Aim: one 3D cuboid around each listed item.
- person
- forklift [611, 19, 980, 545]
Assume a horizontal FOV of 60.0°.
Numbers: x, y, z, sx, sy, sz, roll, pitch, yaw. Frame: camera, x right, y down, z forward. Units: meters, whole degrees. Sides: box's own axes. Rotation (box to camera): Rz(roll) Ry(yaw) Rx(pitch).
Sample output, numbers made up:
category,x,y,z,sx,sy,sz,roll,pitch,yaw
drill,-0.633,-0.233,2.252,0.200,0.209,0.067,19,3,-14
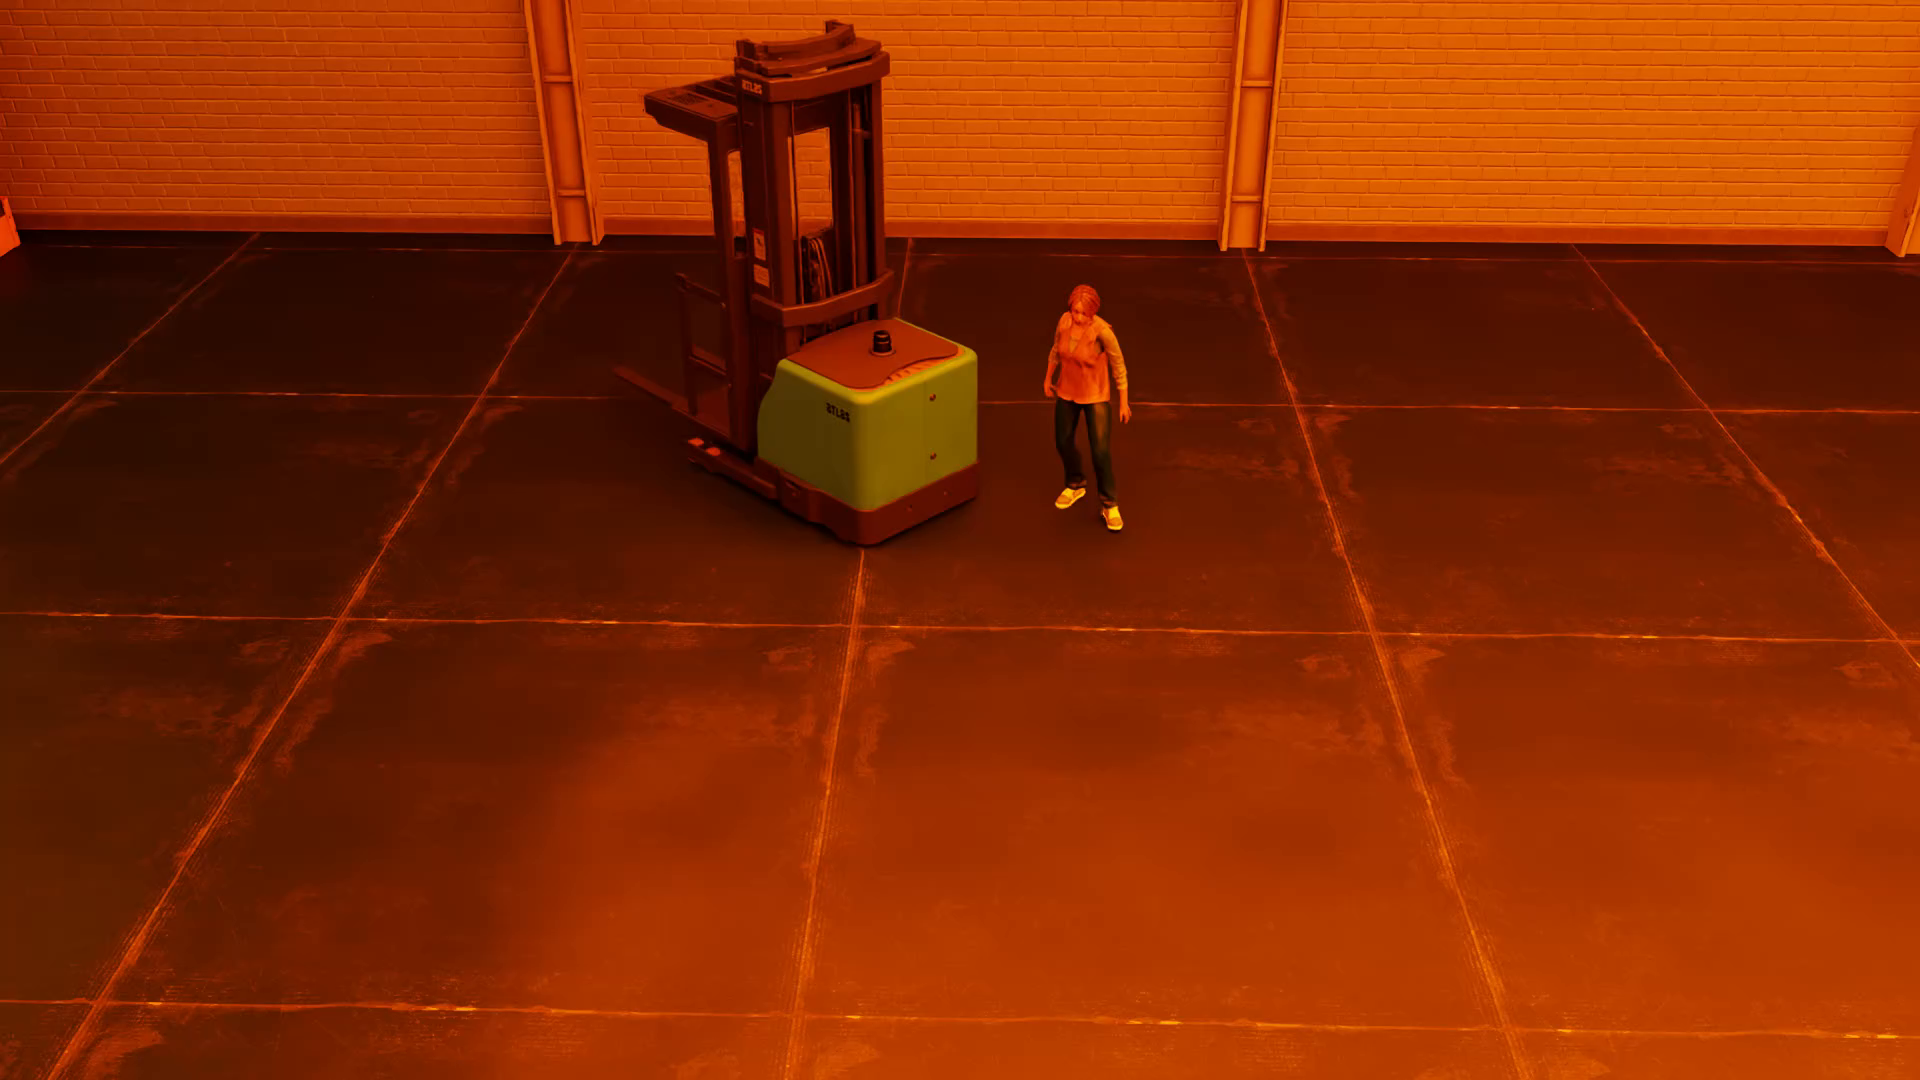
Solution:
category,x,y,z,sx,sy,sz,roll,pitch,yaw
person,0.800,-0.877,10.460,0.723,1.566,0.374,20,36,30
forklift,-1.260,-1.885,10.811,1.130,2.935,3.031,-26,39,-37
